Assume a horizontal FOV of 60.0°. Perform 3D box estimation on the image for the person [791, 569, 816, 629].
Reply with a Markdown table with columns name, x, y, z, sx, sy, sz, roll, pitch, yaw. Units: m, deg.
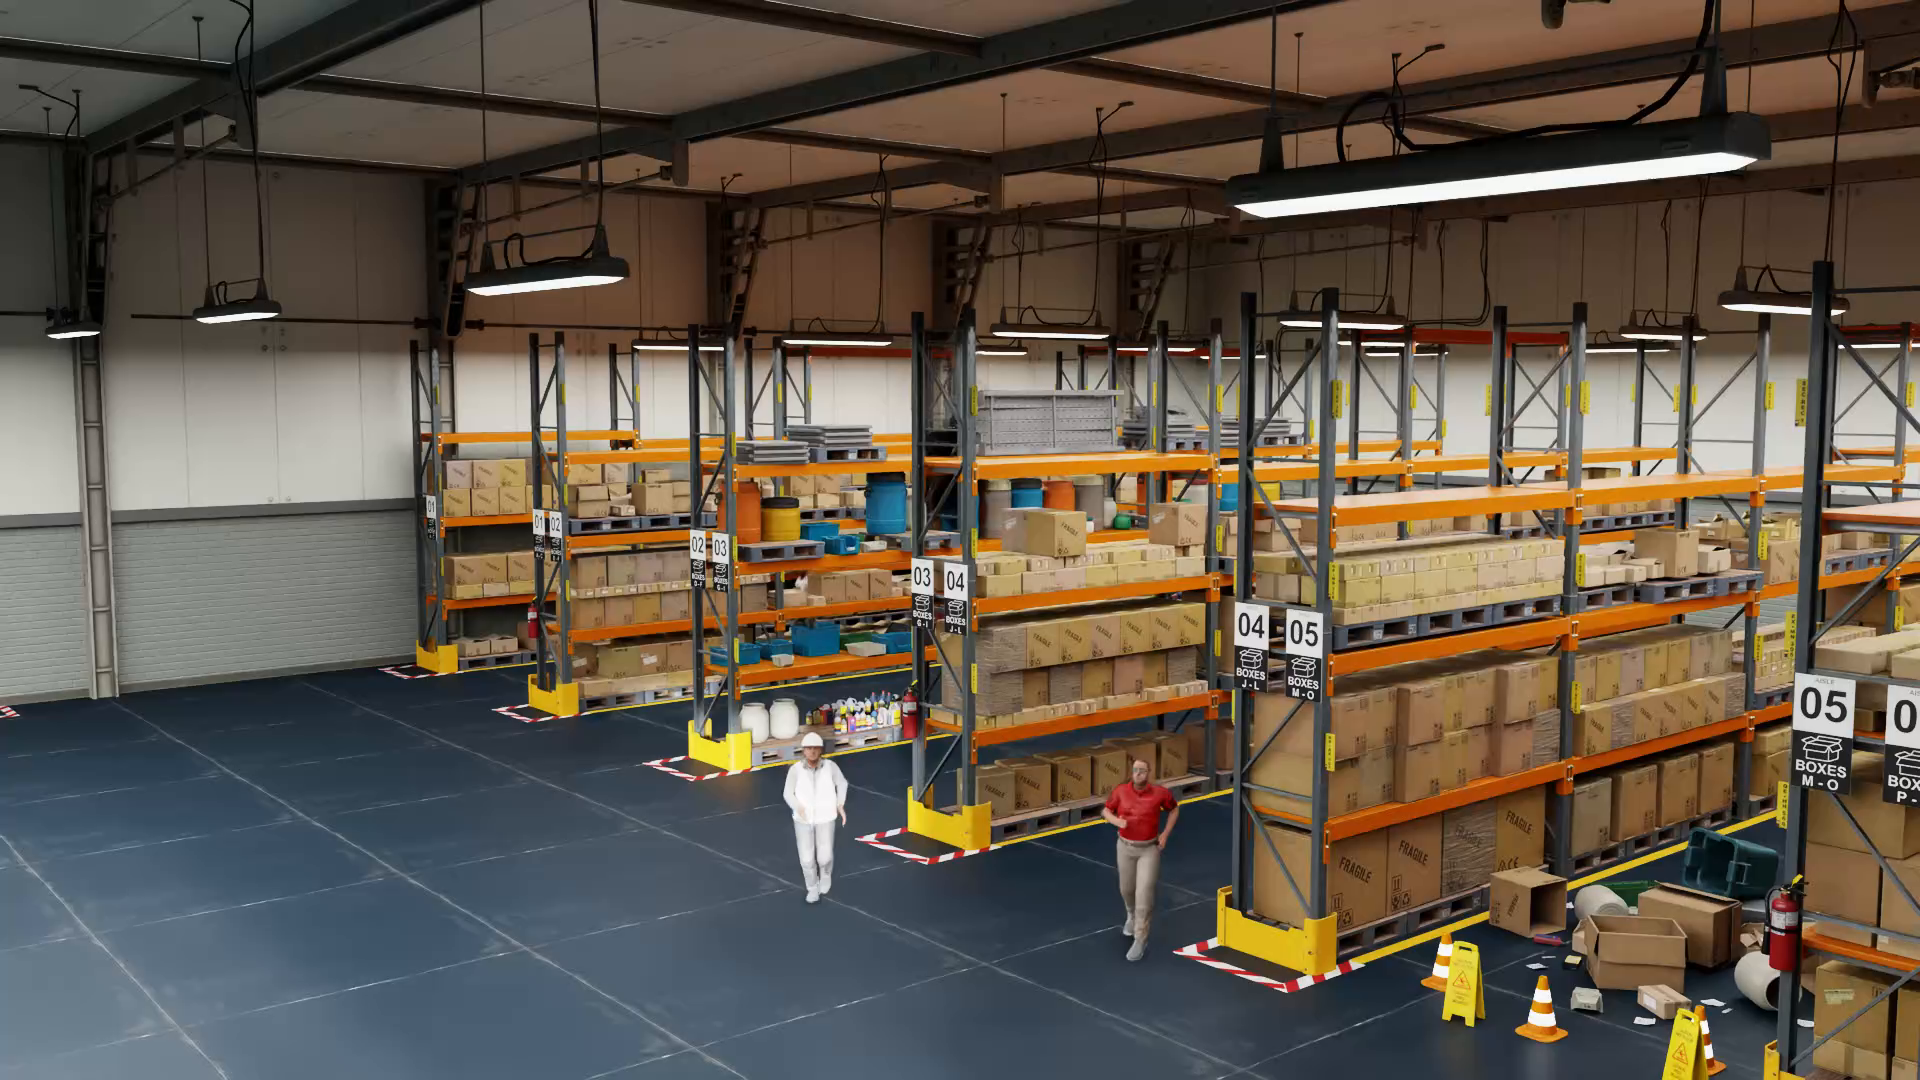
| name | x | y | z | sx | sy | sz | roll | pitch | yaw |
| --- | --- | --- | --- | --- | --- | --- | --- | --- | --- |
| person | -2.996 | 1.321 | 32.255 | 0.755 | 1.829 | 0.660 | -5 | 7 | -44 |

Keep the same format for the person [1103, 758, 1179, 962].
| name | x | y | z | sx | sy | sz | roll | pitch | yaw |
| --- | --- | --- | --- | --- | --- | --- | --- | --- | --- |
| person | 1.629 | 2.880 | 15.293 | 0.669 | 1.766 | 0.857 | 2 | 6 | 22 |

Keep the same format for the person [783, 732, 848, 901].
| name | x | y | z | sx | sy | sz | roll | pitch | yaw |
| --- | --- | --- | --- | --- | --- | --- | --- | --- | --- |
| person | -1.435 | 2.772 | 16.538 | 0.642 | 1.725 | 0.648 | 0 | 5 | -4 |
